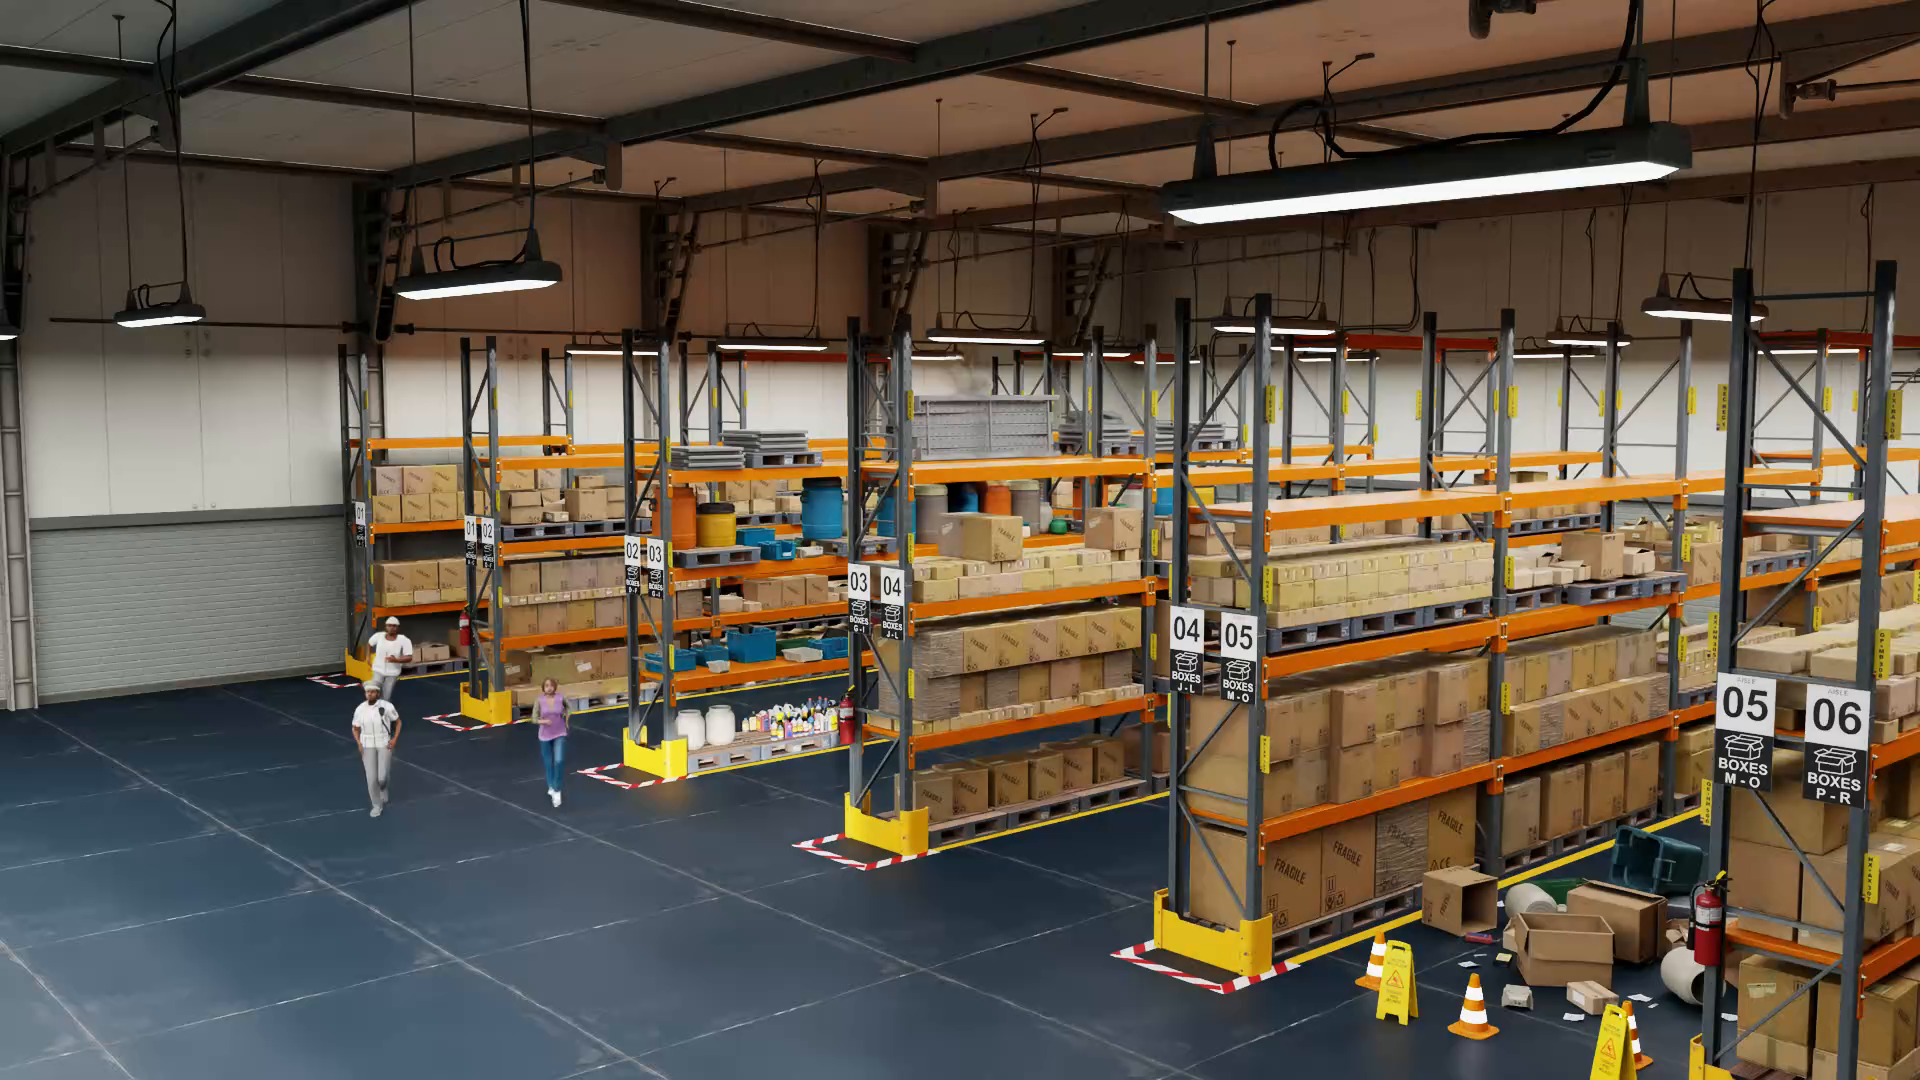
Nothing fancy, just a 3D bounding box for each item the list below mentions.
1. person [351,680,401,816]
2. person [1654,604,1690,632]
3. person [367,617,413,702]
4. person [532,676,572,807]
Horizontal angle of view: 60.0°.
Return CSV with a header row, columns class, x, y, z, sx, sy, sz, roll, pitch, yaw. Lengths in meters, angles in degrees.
class,x,y,z,sx,sy,sz,roll,pitch,yaw
person,-7.136,2.526,20.332,0.579,1.669,0.517,-1,5,-12
person,12.031,1.839,28.130,0.611,1.641,0.857,2,5,17
person,-8.734,2.046,25.397,0.740,1.795,0.676,-1,5,-15
person,-5.118,2.501,20.859,0.466,1.620,0.732,-1,5,-8
